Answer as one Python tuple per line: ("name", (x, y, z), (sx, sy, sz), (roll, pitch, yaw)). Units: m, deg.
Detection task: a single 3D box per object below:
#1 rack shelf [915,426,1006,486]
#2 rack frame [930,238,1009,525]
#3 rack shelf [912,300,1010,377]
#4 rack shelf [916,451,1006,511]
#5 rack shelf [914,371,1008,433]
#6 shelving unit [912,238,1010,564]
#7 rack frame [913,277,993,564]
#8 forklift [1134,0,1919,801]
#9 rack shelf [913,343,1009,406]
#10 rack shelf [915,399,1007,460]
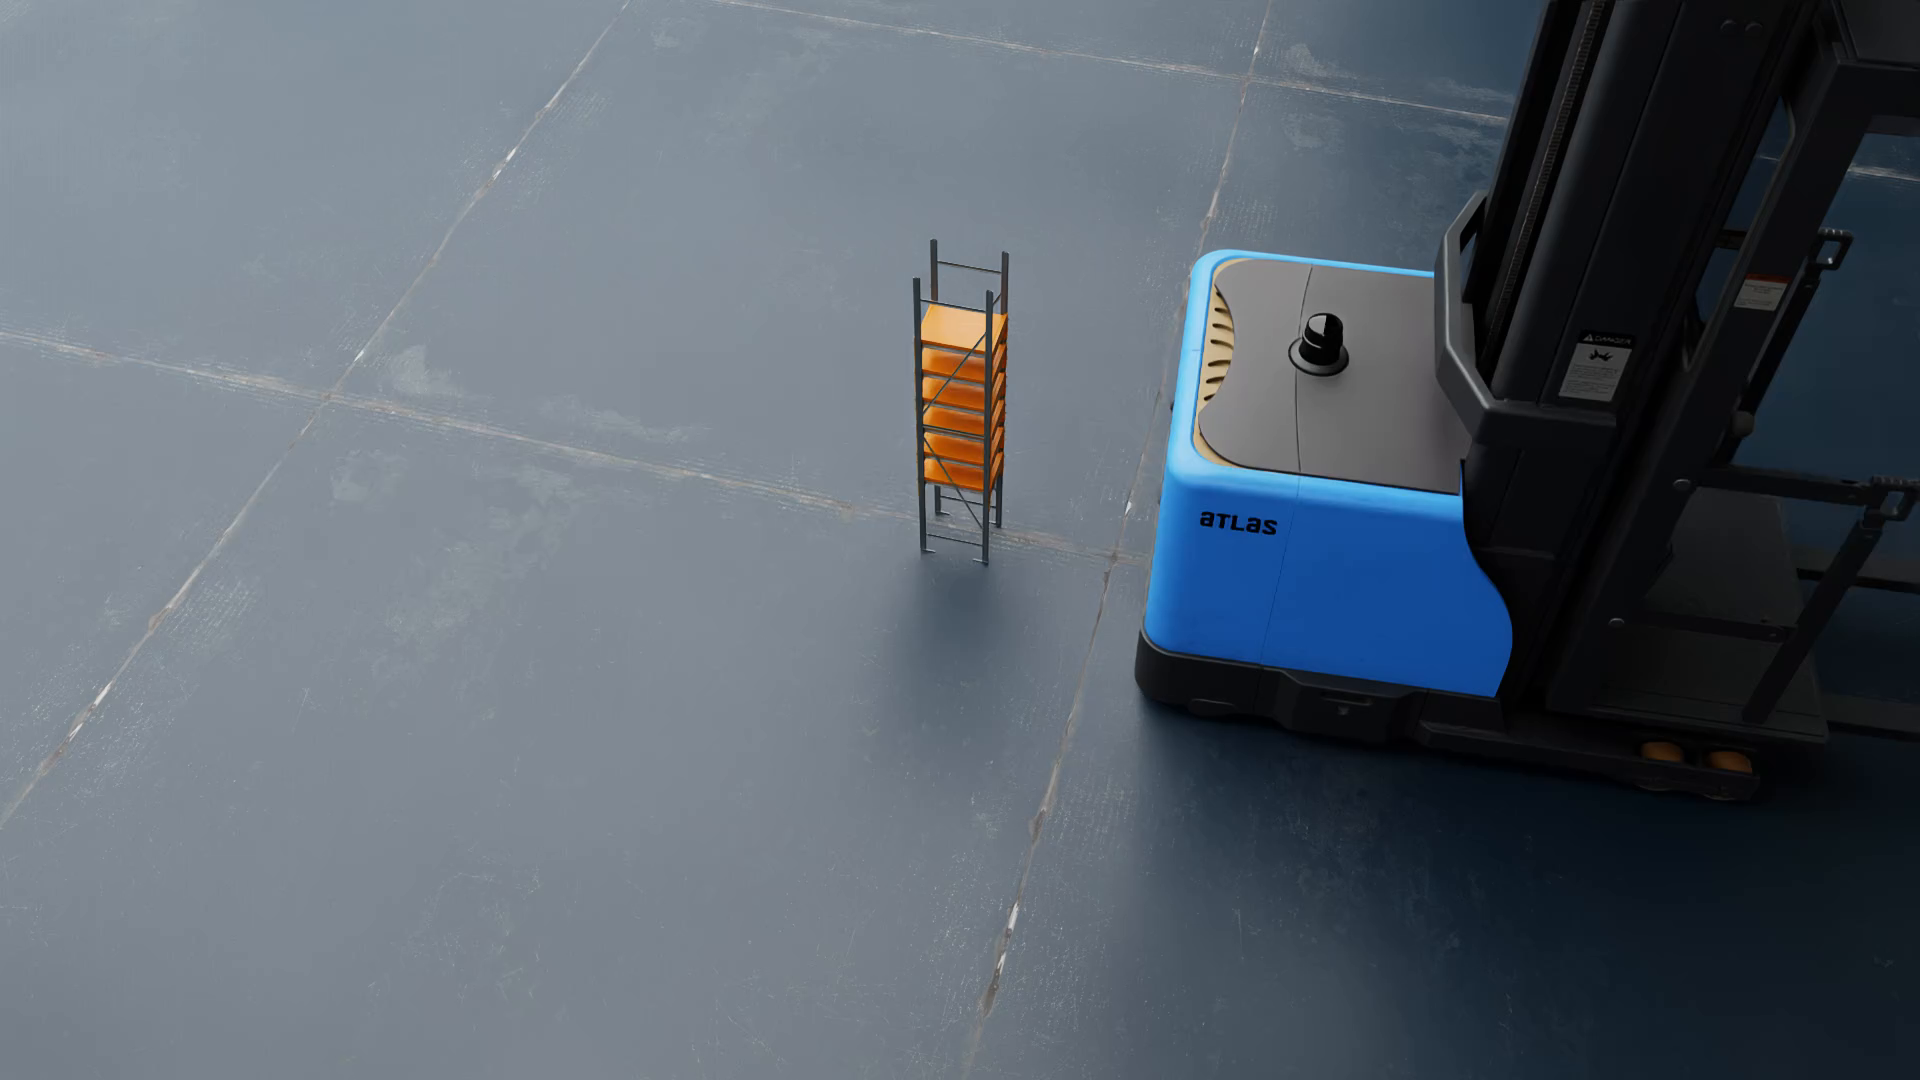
("rack shelf", (0.004, -0.299, 5.433), (0.258, 0.103, 0.180), (12, 50, 10))
("rack frame", (0.028, -0.474, 5.368), (0.240, 1.200, 0.006), (12, 50, 10))
("rack shelf", (0.004, -0.616, 5.073), (0.258, 0.103, 0.180), (12, 50, 10))
("rack shelf", (0.004, -0.219, 5.523), (0.258, 0.103, 0.180), (12, 50, 10))
("rack shelf", (0.004, -0.458, 5.253), (0.258, 0.103, 0.180), (12, 50, 10))
("shelving unit", (0.004, -0.407, 5.309), (0.258, 1.200, 0.189), (12, 50, 10))
("rack frame", (-0.020, -0.341, 5.251), (0.240, 1.200, 0.006), (12, 50, 10))
("forklift", (2.120, -0.614, 4.337), (3.031, 2.935, 1.130), (8, 49, 7))
("rack shelf", (0.004, -0.537, 5.163), (0.258, 0.103, 0.180), (12, 50, 10))
("rack shelf", (0.004, -0.378, 5.343), (0.258, 0.103, 0.180), (12, 50, 10))
